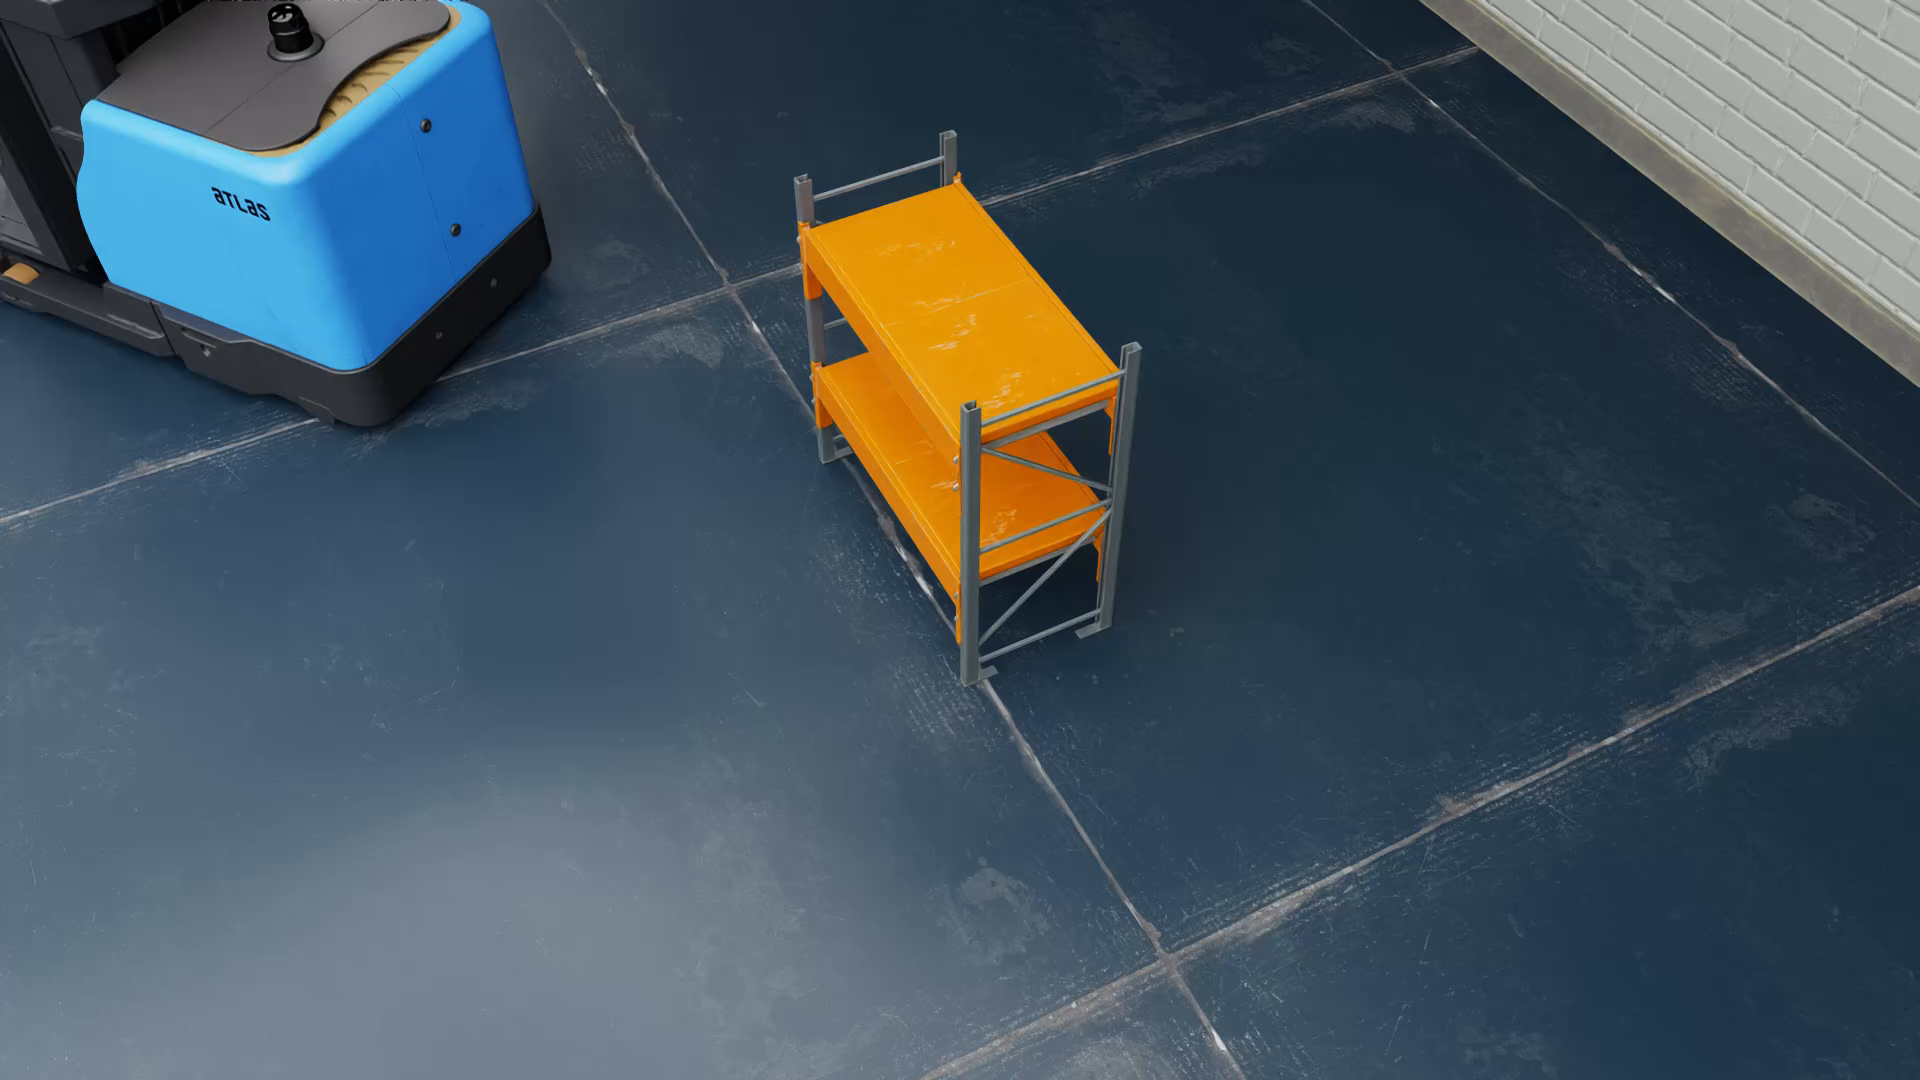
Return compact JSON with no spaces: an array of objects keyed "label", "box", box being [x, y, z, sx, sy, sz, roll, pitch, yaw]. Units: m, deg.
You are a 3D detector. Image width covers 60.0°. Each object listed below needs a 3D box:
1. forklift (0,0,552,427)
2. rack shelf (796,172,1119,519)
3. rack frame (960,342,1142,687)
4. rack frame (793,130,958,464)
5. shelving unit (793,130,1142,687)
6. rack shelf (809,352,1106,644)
[{"label":"forklift","box":[-3.038,-2.124,5.160,3.031,2.935,1.130,20,52,17]},{"label":"rack shelf","box":[-0.003,-0.568,4.610,0.538,0.278,1.000,-21,52,-18]},{"label":"rack frame","box":[0.230,-0.035,4.533,0.500,1.125,0.032,-21,52,-18]},{"label":"rack frame","box":[-0.236,-0.715,5.128,0.500,1.125,0.032,-21,52,-18]},{"label":"shelving unit","box":[-0.003,-0.375,4.831,0.538,1.125,1.048,-21,52,-18]},{"label":"rack shelf","box":[-0.003,-0.214,5.015,0.538,0.278,1.000,-21,52,-18]}]
